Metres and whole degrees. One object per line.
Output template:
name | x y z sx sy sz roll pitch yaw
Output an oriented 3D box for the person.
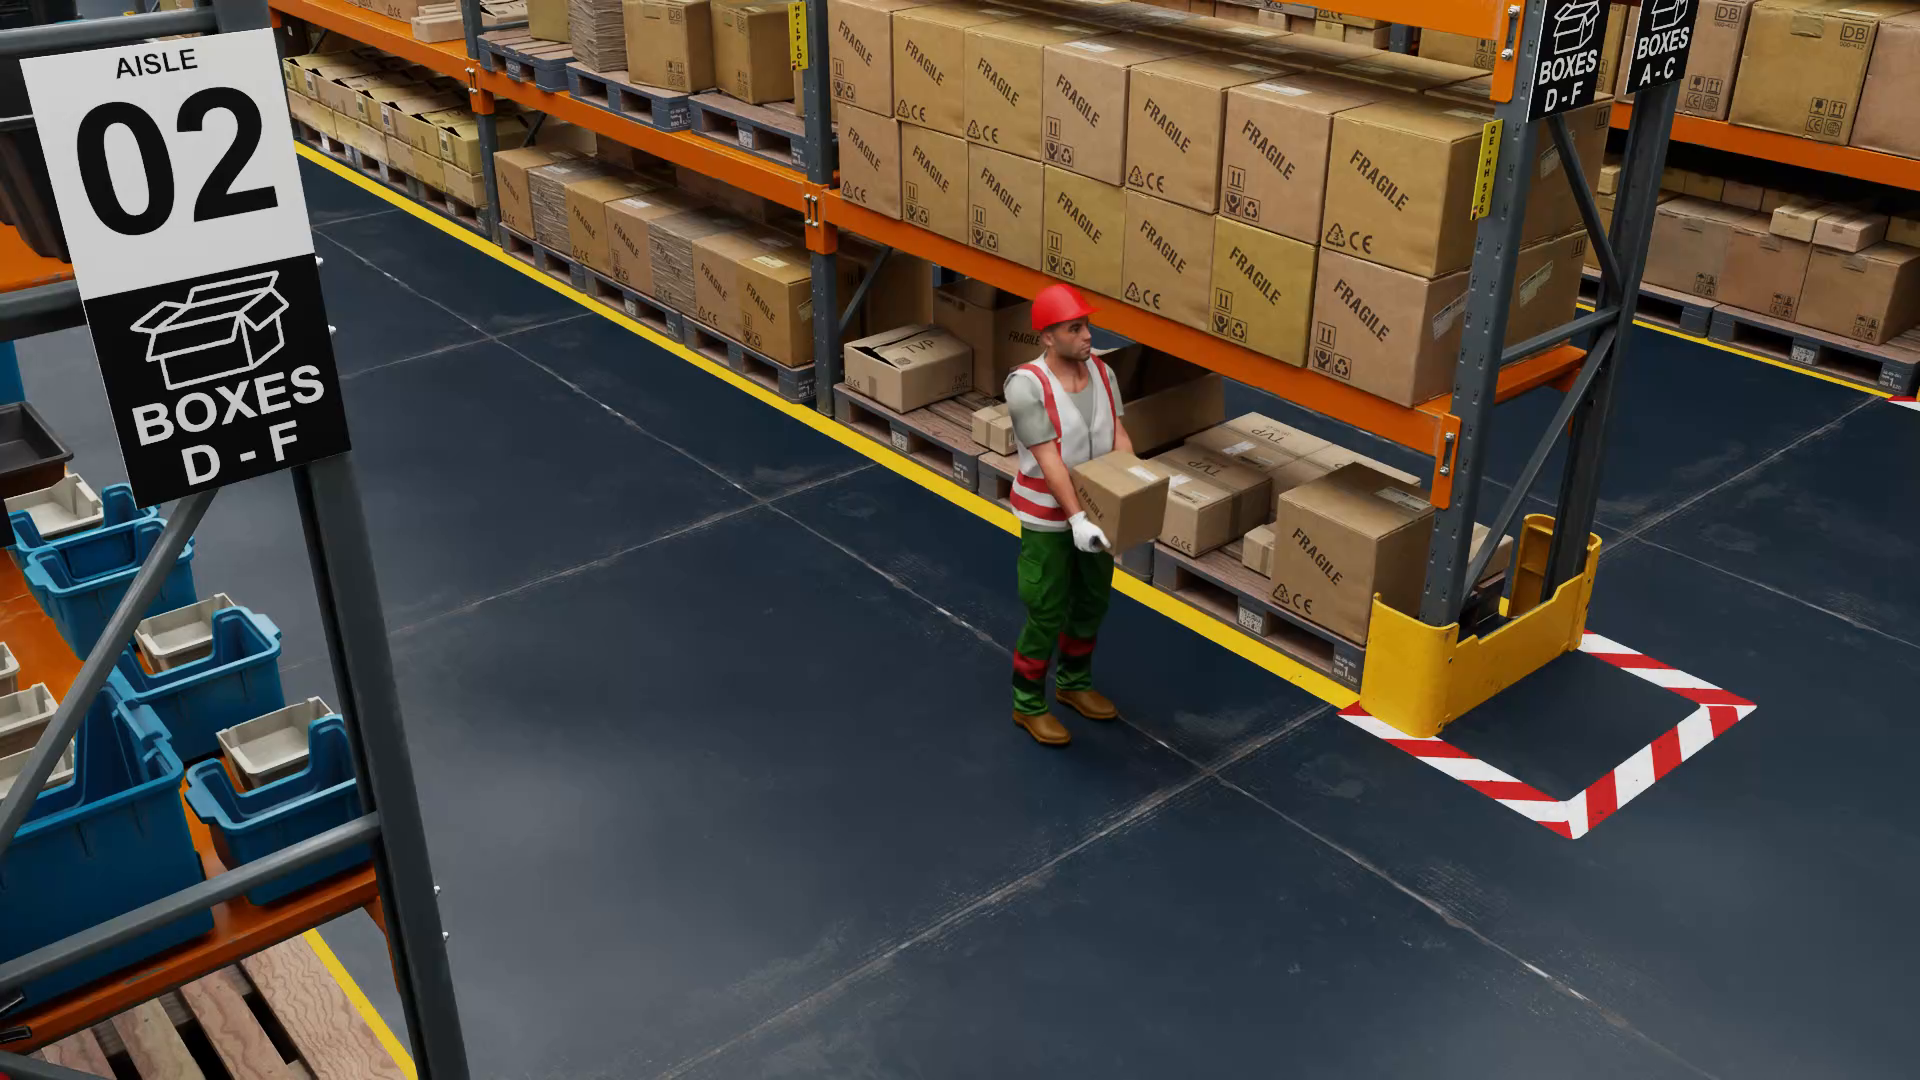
person | 0.463 -0.057 6.210 0.494 1.783 0.563 -22 35 -35
